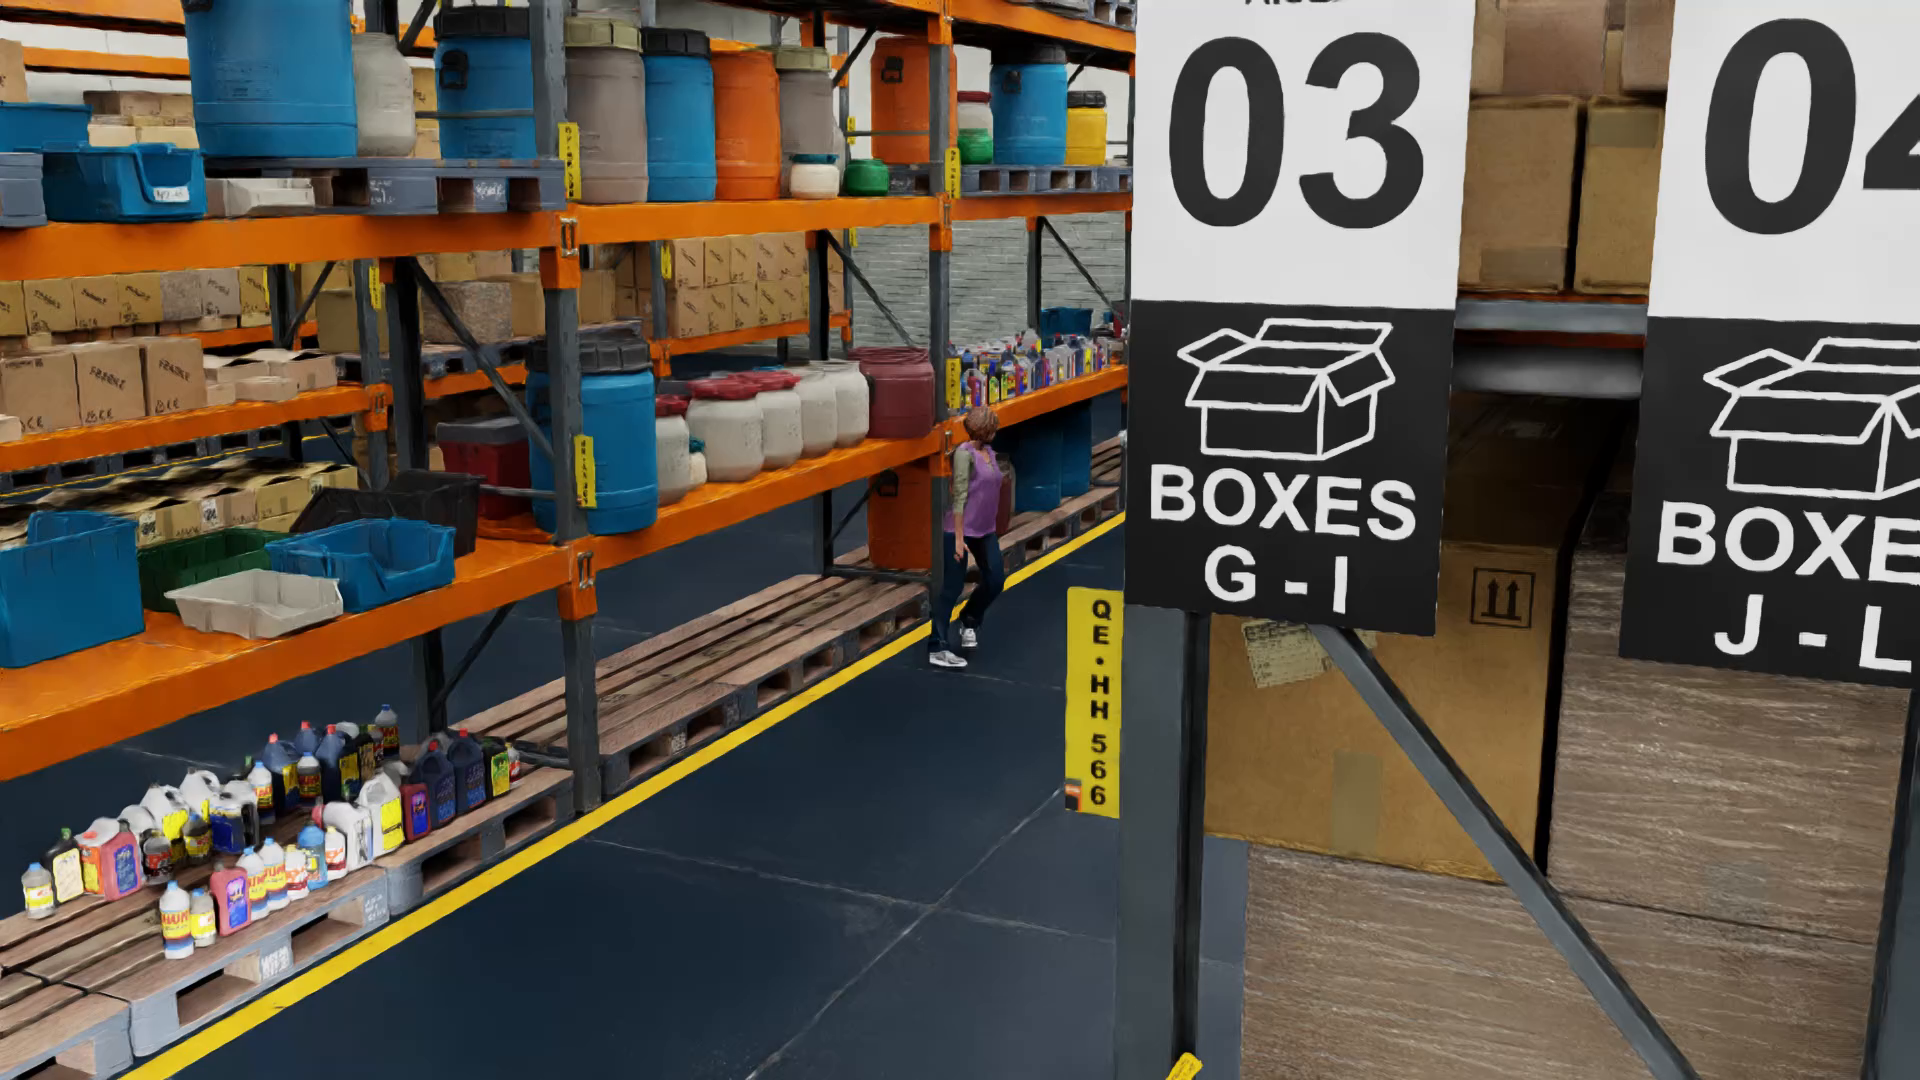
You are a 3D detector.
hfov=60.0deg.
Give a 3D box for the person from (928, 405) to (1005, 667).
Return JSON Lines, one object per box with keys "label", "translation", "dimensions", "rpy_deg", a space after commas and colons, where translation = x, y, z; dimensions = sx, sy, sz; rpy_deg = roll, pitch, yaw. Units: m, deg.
{"label": "person", "translation": [0.044, -0.037, 10.147], "dimensions": [0.389, 1.568, 0.522], "rpy_deg": [10, 16, 38]}
